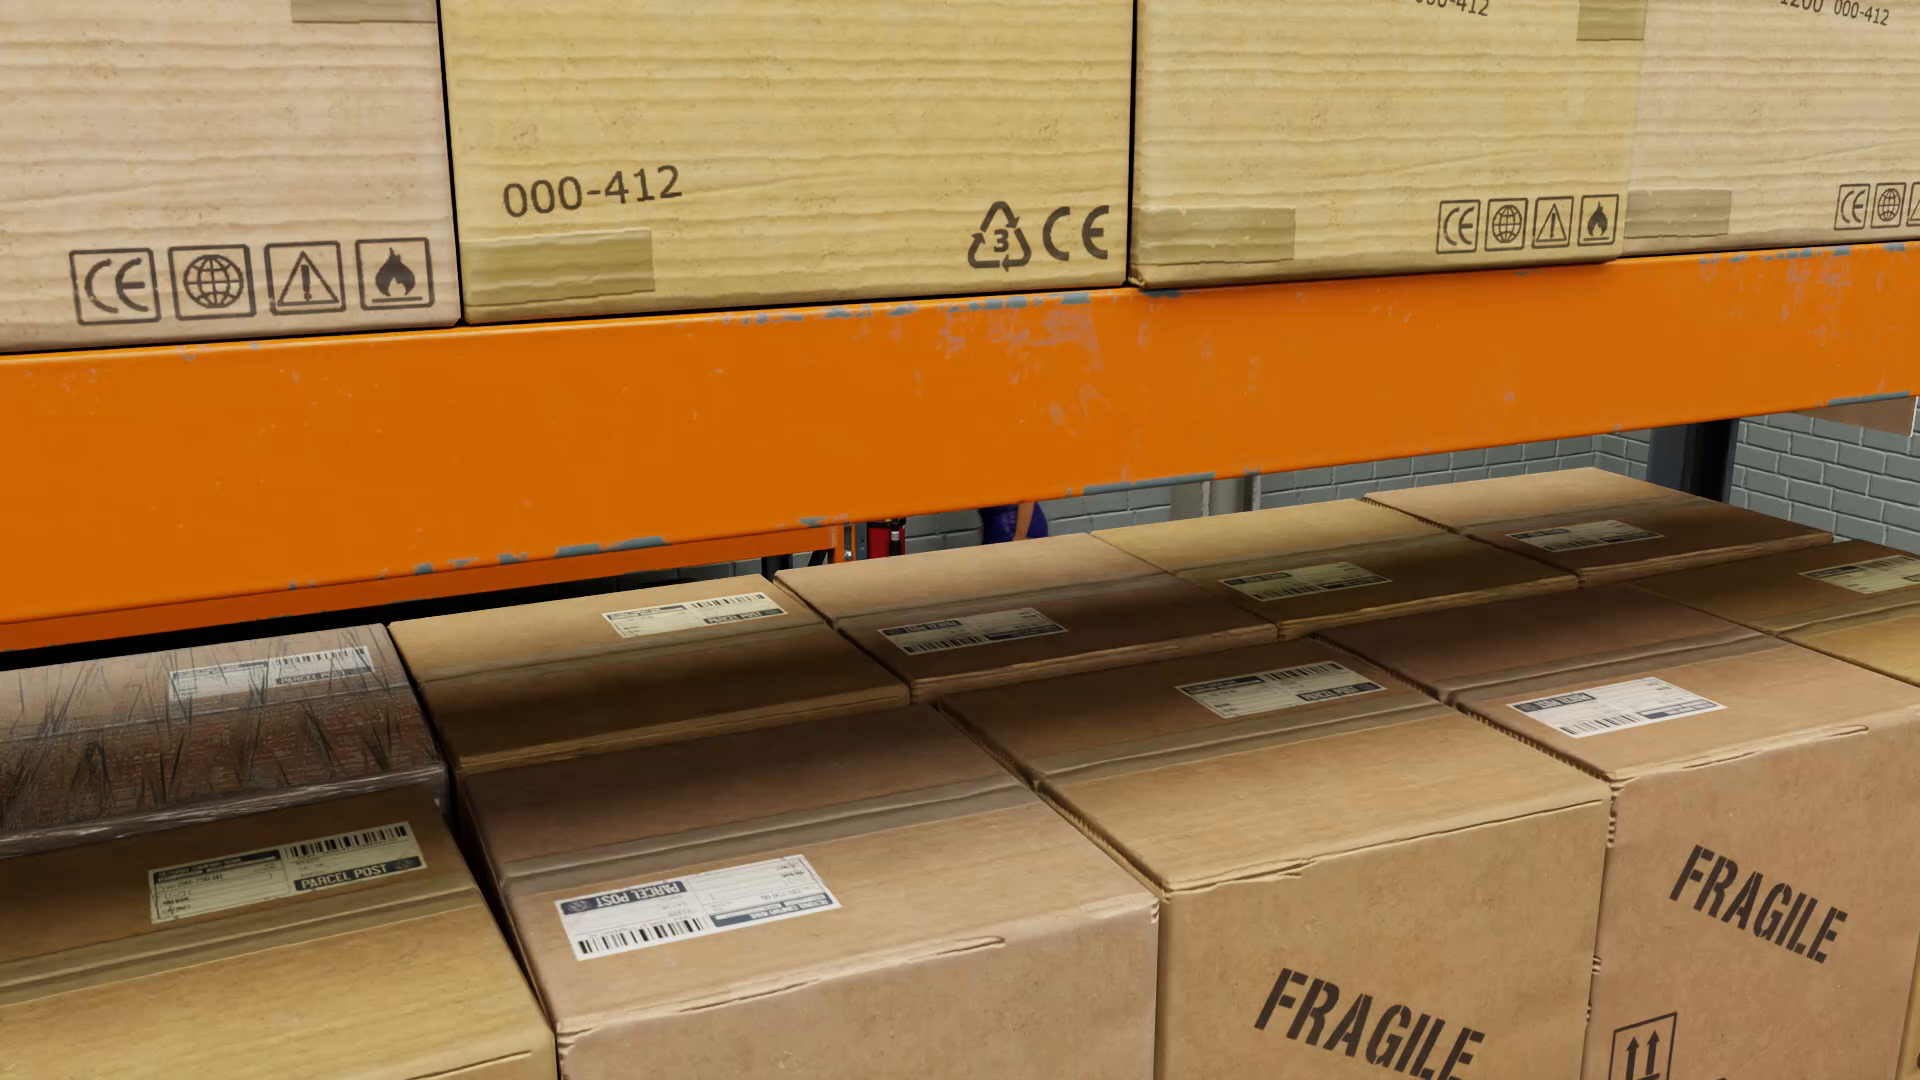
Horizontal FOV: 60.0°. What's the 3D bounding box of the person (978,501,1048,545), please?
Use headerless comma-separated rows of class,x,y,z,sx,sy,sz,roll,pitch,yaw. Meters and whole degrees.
person,0.214,-0.042,8.205,0.420,1.649,0.513,-1,15,-4
